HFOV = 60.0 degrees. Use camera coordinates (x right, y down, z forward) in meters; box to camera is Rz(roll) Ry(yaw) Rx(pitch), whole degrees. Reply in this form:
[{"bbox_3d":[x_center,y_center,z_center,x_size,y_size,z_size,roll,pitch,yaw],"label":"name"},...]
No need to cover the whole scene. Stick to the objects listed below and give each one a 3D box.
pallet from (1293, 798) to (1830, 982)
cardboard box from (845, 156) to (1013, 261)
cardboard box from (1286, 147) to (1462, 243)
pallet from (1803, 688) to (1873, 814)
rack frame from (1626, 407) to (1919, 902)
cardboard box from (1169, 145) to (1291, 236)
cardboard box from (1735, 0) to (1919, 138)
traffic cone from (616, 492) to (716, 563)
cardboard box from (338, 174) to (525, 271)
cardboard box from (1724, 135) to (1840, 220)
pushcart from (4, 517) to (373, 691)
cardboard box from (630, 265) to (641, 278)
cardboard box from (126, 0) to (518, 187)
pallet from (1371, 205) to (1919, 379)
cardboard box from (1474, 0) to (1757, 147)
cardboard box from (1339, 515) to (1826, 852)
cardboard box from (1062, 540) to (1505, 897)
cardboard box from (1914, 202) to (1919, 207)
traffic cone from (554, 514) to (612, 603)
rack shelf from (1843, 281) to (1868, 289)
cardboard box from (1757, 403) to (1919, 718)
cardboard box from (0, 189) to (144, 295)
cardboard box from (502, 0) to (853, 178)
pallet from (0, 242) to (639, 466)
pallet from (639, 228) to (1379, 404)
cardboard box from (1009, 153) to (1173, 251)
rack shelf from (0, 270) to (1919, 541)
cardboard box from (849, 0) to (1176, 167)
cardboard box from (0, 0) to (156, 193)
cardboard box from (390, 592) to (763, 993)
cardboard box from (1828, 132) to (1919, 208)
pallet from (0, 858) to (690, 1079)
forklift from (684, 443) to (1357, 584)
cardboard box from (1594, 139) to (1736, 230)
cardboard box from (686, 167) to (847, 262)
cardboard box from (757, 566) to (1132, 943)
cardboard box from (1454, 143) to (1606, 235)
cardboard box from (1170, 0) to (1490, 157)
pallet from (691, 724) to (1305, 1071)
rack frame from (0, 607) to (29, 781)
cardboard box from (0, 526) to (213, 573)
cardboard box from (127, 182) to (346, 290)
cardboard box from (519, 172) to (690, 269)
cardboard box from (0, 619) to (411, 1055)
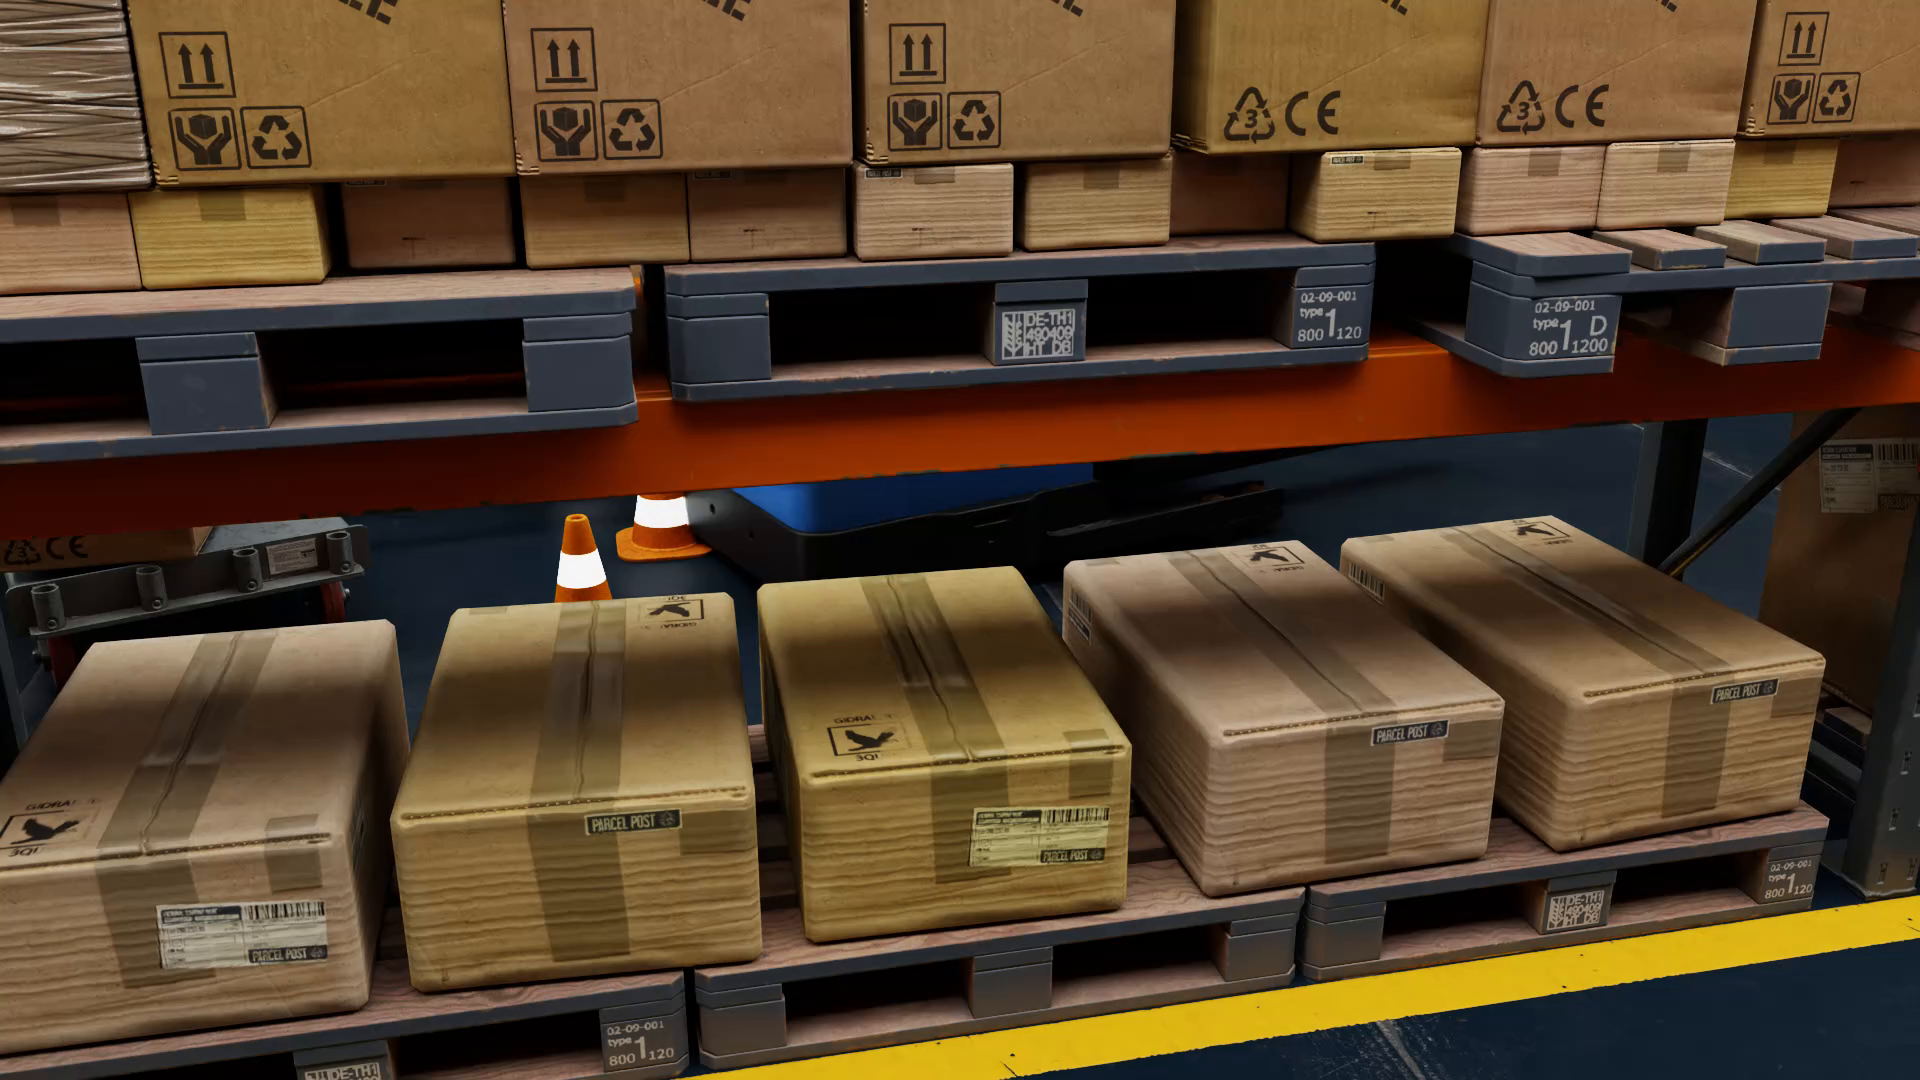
[{"bbox_3d":[1.173,0.584,3.913,1.213,0.211,1.003,-5,21,-12],"label":"pallet"},{"bbox_3d":[-0.073,-0.581,2.795,0.250,0.149,0.380,-4,20,-10],"label":"cardboard box"},{"bbox_3d":[0.678,-0.637,2.948,0.250,0.149,0.380,-4,21,-12],"label":"cardboard box"},{"bbox_3d":[2.719,0.485,4.182,1.213,0.211,1.003,-5,21,-12],"label":"pallet"},{"bbox_3d":[1.934,-0.787,3.601,0.127,3.000,1.000,-5,21,-12],"label":"rack frame"},{"bbox_3d":[0.405,-0.659,3.009,0.250,0.149,0.380,-4,21,-12],"label":"cardboard box"},{"bbox_3d":[1.556,-1.041,3.108,0.500,0.500,0.500,-5,21,-14],"label":"cardboard box"},{"bbox_3d":[-1.022,-0.203,5.697,0.334,0.463,0.336,-5,21,-12],"label":"traffic cone"},{"bbox_3d":[-0.845,-0.552,2.716,0.250,0.149,0.380,-3,20,-9],"label":"cardboard box"},{"bbox_3d":[1.425,-0.716,3.162,0.250,0.149,0.380,-4,21,-12],"label":"cardboard box"},{"bbox_3d":[-2.532,0.002,5.261,0.936,0.377,1.648,-13,24,-31],"label":"pushcart"},{"bbox_3d":[-1.673,-1.414,7.974,0.750,0.750,1.050,-5,21,-12],"label":"cardboard box"},{"bbox_3d":[-0.949,-0.835,2.544,0.500,0.500,0.500,-5,21,-12],"label":"cardboard box"},{"bbox_3d":[1.265,-0.605,3.383,1.003,0.211,1.213,-5,21,-12],"label":"pallet"},{"bbox_3d":[1.055,-0.997,2.987,0.500,0.500,0.500,-5,21,-13],"label":"cardboard box"},{"bbox_3d":[1.382,0.291,3.868,0.625,0.372,0.950,-6,21,-16],"label":"cardboard box"},{"bbox_3d":[0.666,0.352,3.701,0.625,0.372,0.950,-5,21,-14],"label":"cardboard box"},{"bbox_3d":[2.366,-0.843,3.974,0.500,0.250,0.500,-5,21,-14],"label":"cardboard box"},{"bbox_3d":[-1.074,0.154,4.721,0.334,0.463,0.336,-5,21,-12],"label":"traffic cone"},{"bbox_3d":[3.880,-0.607,4.157,4.000,0.370,1.077,-5,21,-12],"label":"rack shelf"},{"bbox_3d":[2.625,-0.013,3.968,0.875,0.875,0.875,-5,21,-13],"label":"cardboard box"},{"bbox_3d":[-1.348,-0.487,2.539,0.250,0.149,0.380,-4,21,-12],"label":"cardboard box"},{"bbox_3d":[-0.465,-0.869,2.639,0.500,0.500,0.500,-5,21,-13],"label":"cardboard box"},{"bbox_3d":[-1.181,-0.392,2.802,1.213,0.211,1.003,-5,21,-12],"label":"pallet"},{"bbox_3d":[0.017,-0.526,3.169,1.213,0.211,1.003,-5,21,-12],"label":"pallet"},{"bbox_3d":[0.179,-0.612,2.879,0.250,0.149,0.380,-5,21,-14],"label":"cardboard box"},{"bbox_3d":[-0.012,-0.291,3.293,4.000,0.370,1.077,-5,21,-12],"label":"rack shelf"},{"bbox_3d":[0.033,-0.914,2.760,0.500,0.500,0.500,-6,21,-15],"label":"cardboard box"},{"bbox_3d":[-1.437,-0.795,2.436,0.500,0.500,0.500,-4,21,-11],"label":"cardboard box"},{"bbox_3d":[-0.750,0.466,3.391,0.625,0.372,0.950,-3,20,-9],"label":"cardboard box"},{"bbox_3d":[1.669,-0.761,3.286,0.250,0.149,0.380,-4,20,-10],"label":"cardboard box"},{"bbox_3d":[-1.201,0.777,3.386,1.213,0.211,1.003,-5,21,-12],"label":"pallet"},{"bbox_3d":[0.550,-1.512,5.681,3.031,2.935,1.130,-12,23,-30],"label":"forklift"},{"bbox_3d":[1.190,-0.681,3.067,0.250,0.149,0.380,-5,21,-13],"label":"cardboard box"},{"bbox_3d":[-0.344,-0.577,2.785,0.250,0.149,0.380,-4,21,-12],"label":"cardboard box"},{"bbox_3d":[-0.074,0.411,3.543,0.625,0.372,0.950,-4,20,-11],"label":"cardboard box"},{"bbox_3d":[0.943,-0.664,3.020,0.250,0.149,0.380,-6,21,-15],"label":"cardboard box"},{"bbox_3d":[0.564,-0.957,2.877,0.500,0.500,0.500,-6,21,-16],"label":"cardboard box"},{"bbox_3d":[-0.012,0.679,3.653,1.213,0.211,1.003,-5,21,-12],"label":"pallet"},{"bbox_3d":[-1.959,-0.470,2.737,0.127,3.000,1.000,-5,21,-12],"label":"rack frame"},{"bbox_3d":[-2.398,-0.245,4.657,0.500,0.500,0.500,-5,21,-12],"label":"cardboard box"},{"bbox_3d":[-1.103,-0.504,2.585,0.250,0.149,0.380,-4,21,-11],"label":"cardboard box"},{"bbox_3d":[-0.585,-0.559,2.733,0.250,0.149,0.380,-4,21,-12],"label":"cardboard box"},{"bbox_3d":[-1.449,0.524,3.232,0.625,0.372,0.950,-4,21,-12],"label":"cardboard box"}]
